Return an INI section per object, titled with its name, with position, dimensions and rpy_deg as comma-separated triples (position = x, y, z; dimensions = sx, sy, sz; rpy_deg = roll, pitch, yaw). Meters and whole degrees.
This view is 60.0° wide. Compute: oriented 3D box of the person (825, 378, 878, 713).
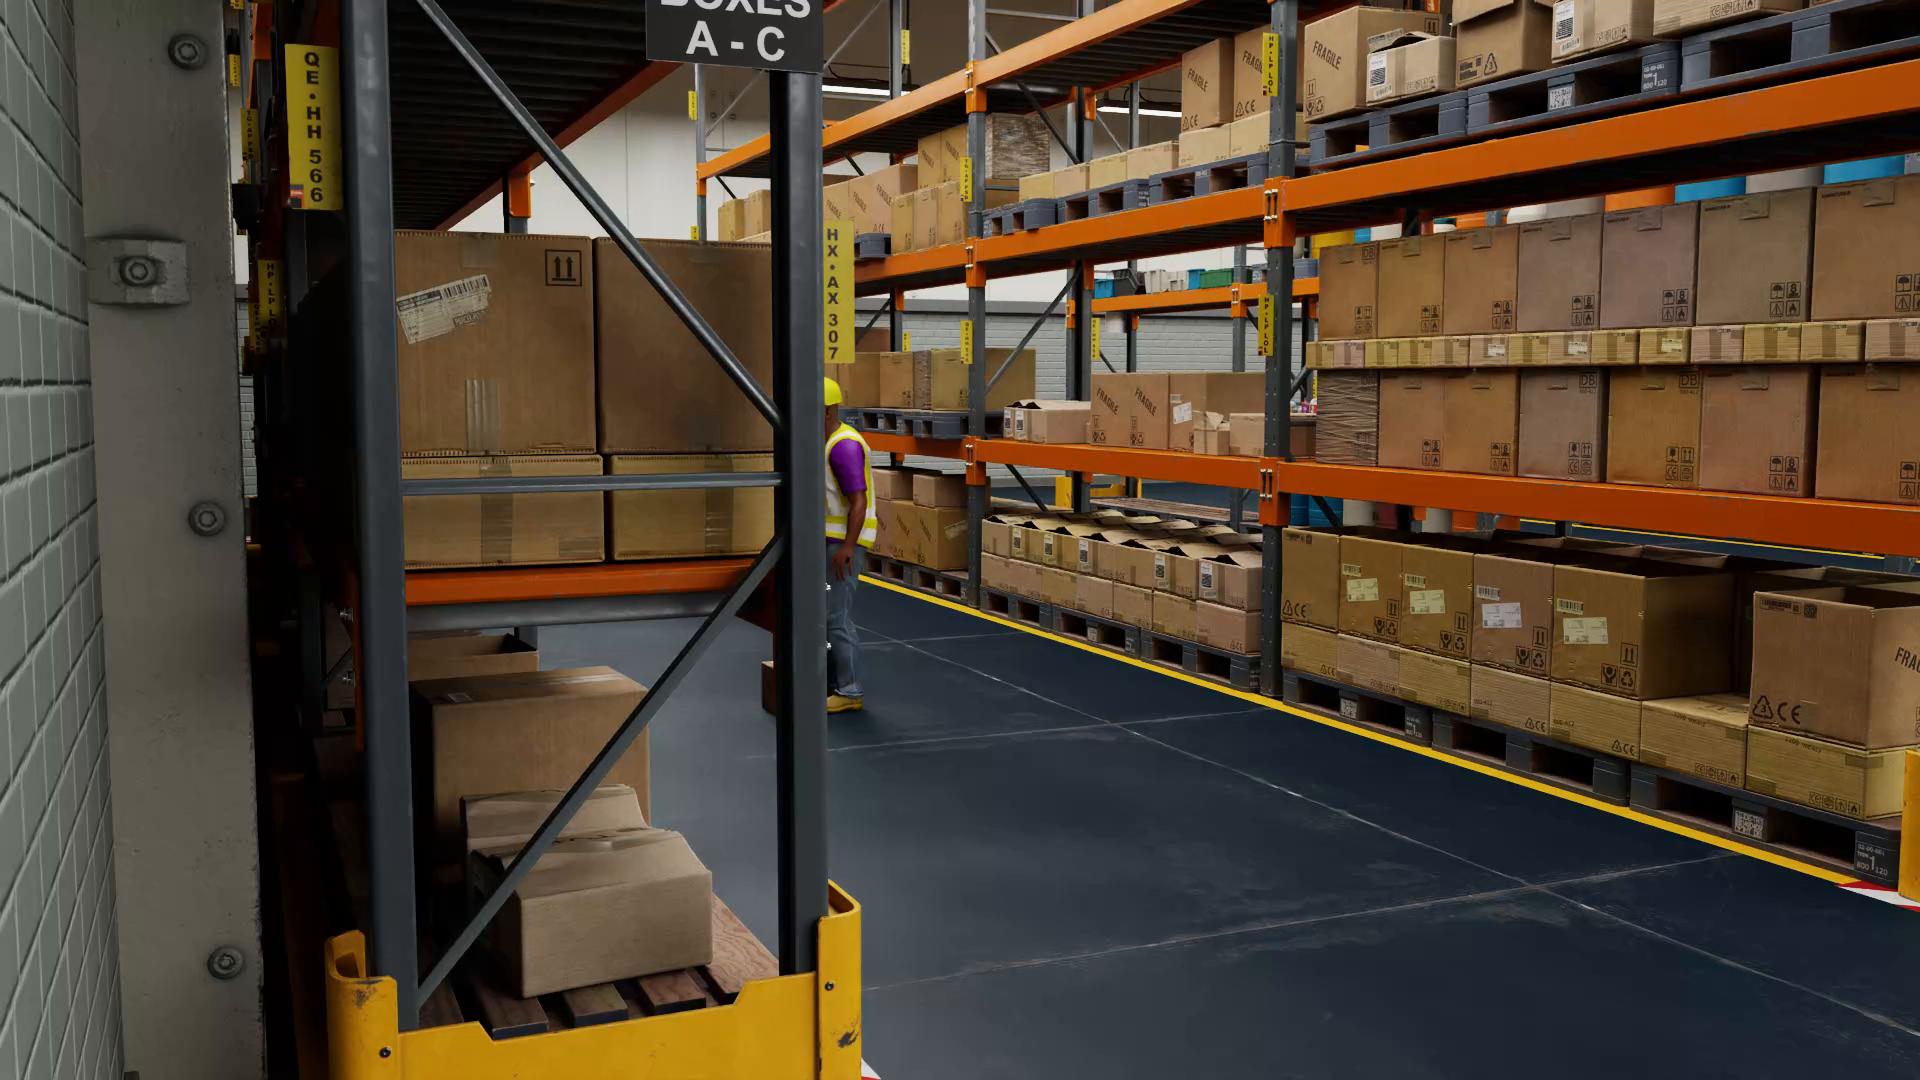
[person]
position = -0.689, 0.022, 8.829
dimensions = 0.454, 1.757, 0.638
rpy_deg = -2, 6, -24
